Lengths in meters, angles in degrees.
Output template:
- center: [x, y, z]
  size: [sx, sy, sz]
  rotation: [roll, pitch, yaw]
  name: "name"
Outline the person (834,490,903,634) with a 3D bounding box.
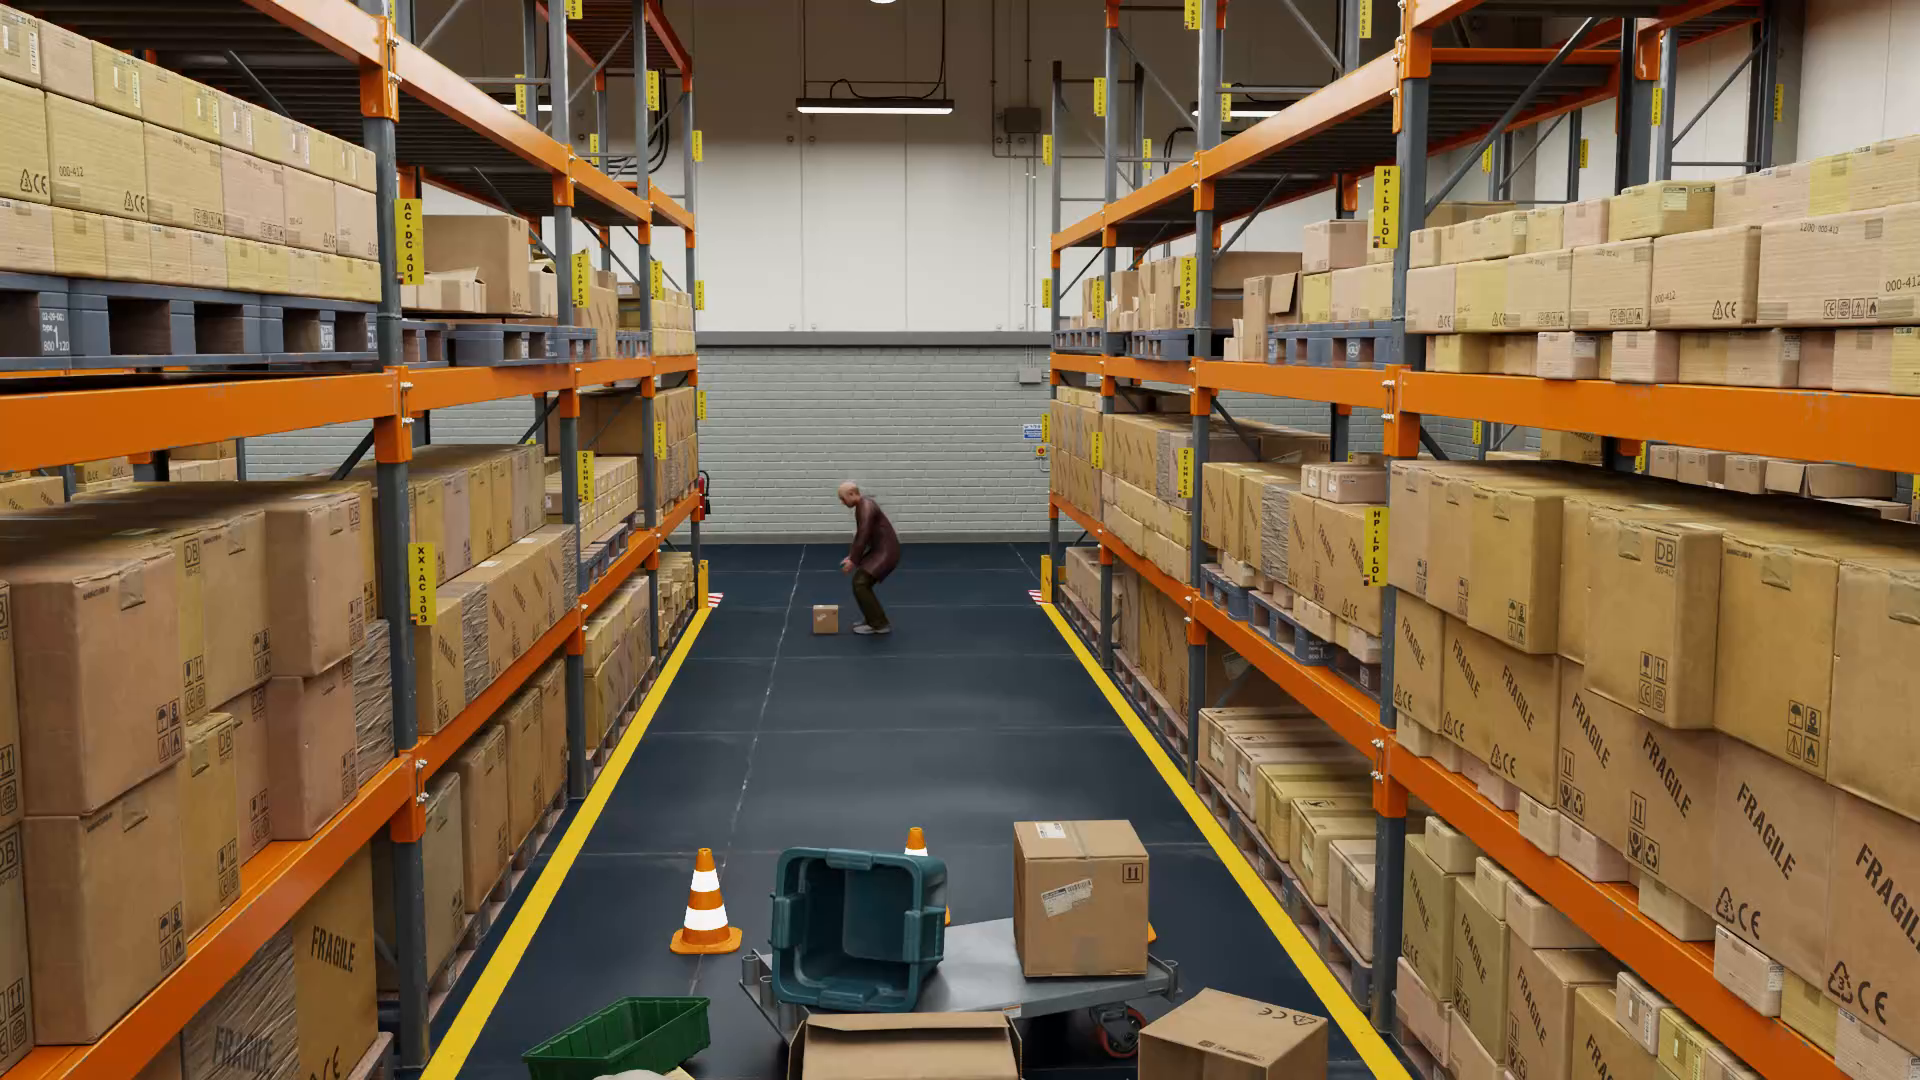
- center: [-0.927, 0.215, 16.882]
  size: [0.701, 1.453, 0.629]
  rotation: [0, 7, -4]
  name: "person"
